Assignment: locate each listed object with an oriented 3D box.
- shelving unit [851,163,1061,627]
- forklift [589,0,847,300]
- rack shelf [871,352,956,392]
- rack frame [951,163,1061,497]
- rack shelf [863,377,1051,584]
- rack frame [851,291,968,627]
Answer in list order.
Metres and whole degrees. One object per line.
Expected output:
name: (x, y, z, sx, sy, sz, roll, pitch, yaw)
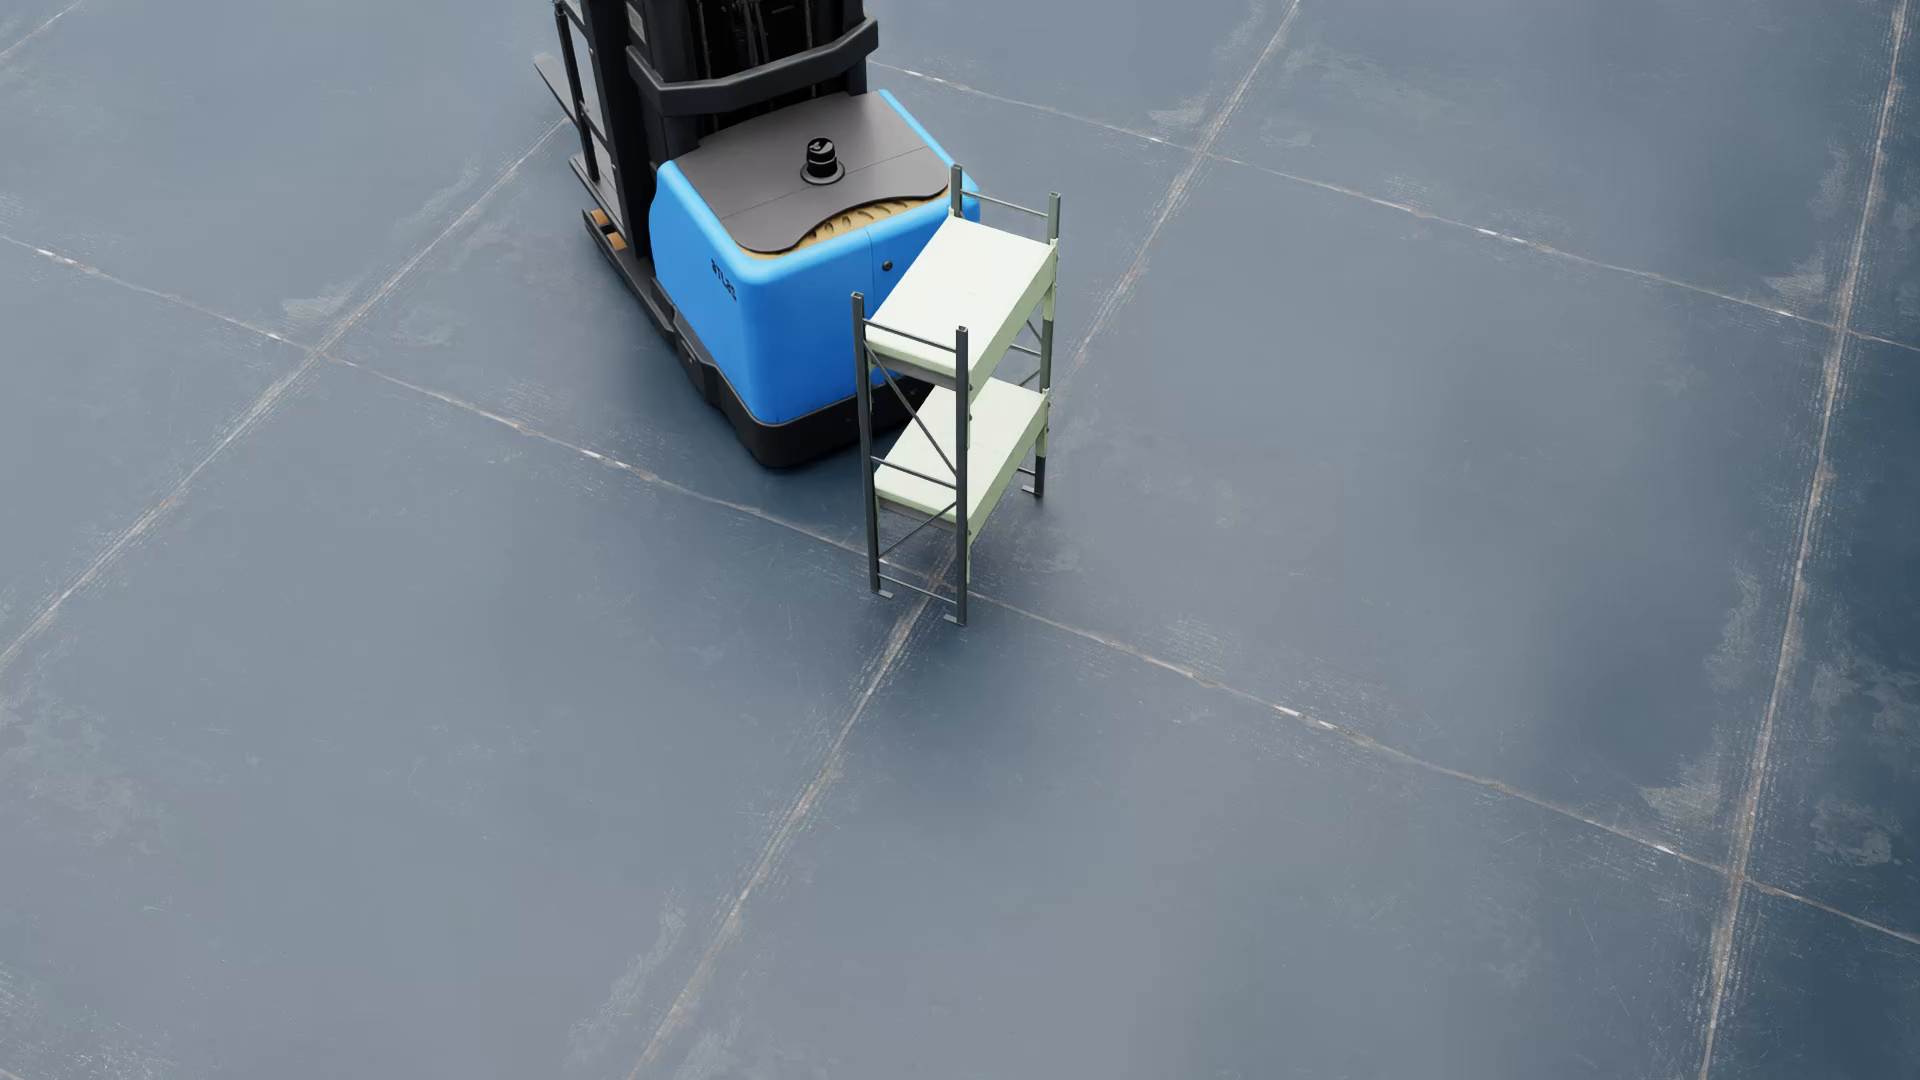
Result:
shelving unit: (6.291, -10.601, 14.600, 6.000, 1.500, 30.159, 20, 52, 16)
forklift: (7.090, -17.233, 15.312, 32.329, 9.011, 23.833, -24, 54, -19)
rack shelf: (-0.003, -0.781, 5.638, 0.332, 0.071, 0.664, 20, 52, 16)
rack frame: (0.154, -0.733, 6.204, 0.400, 1.500, 0.023, 20, 52, 16)
rack shelf: (6.294, -10.318, 14.945, 6.000, 0.609, 30.141, 20, 52, 16)
rack frame: (-0.159, -0.229, 5.776, 0.400, 1.500, 0.023, 20, 52, 16)
